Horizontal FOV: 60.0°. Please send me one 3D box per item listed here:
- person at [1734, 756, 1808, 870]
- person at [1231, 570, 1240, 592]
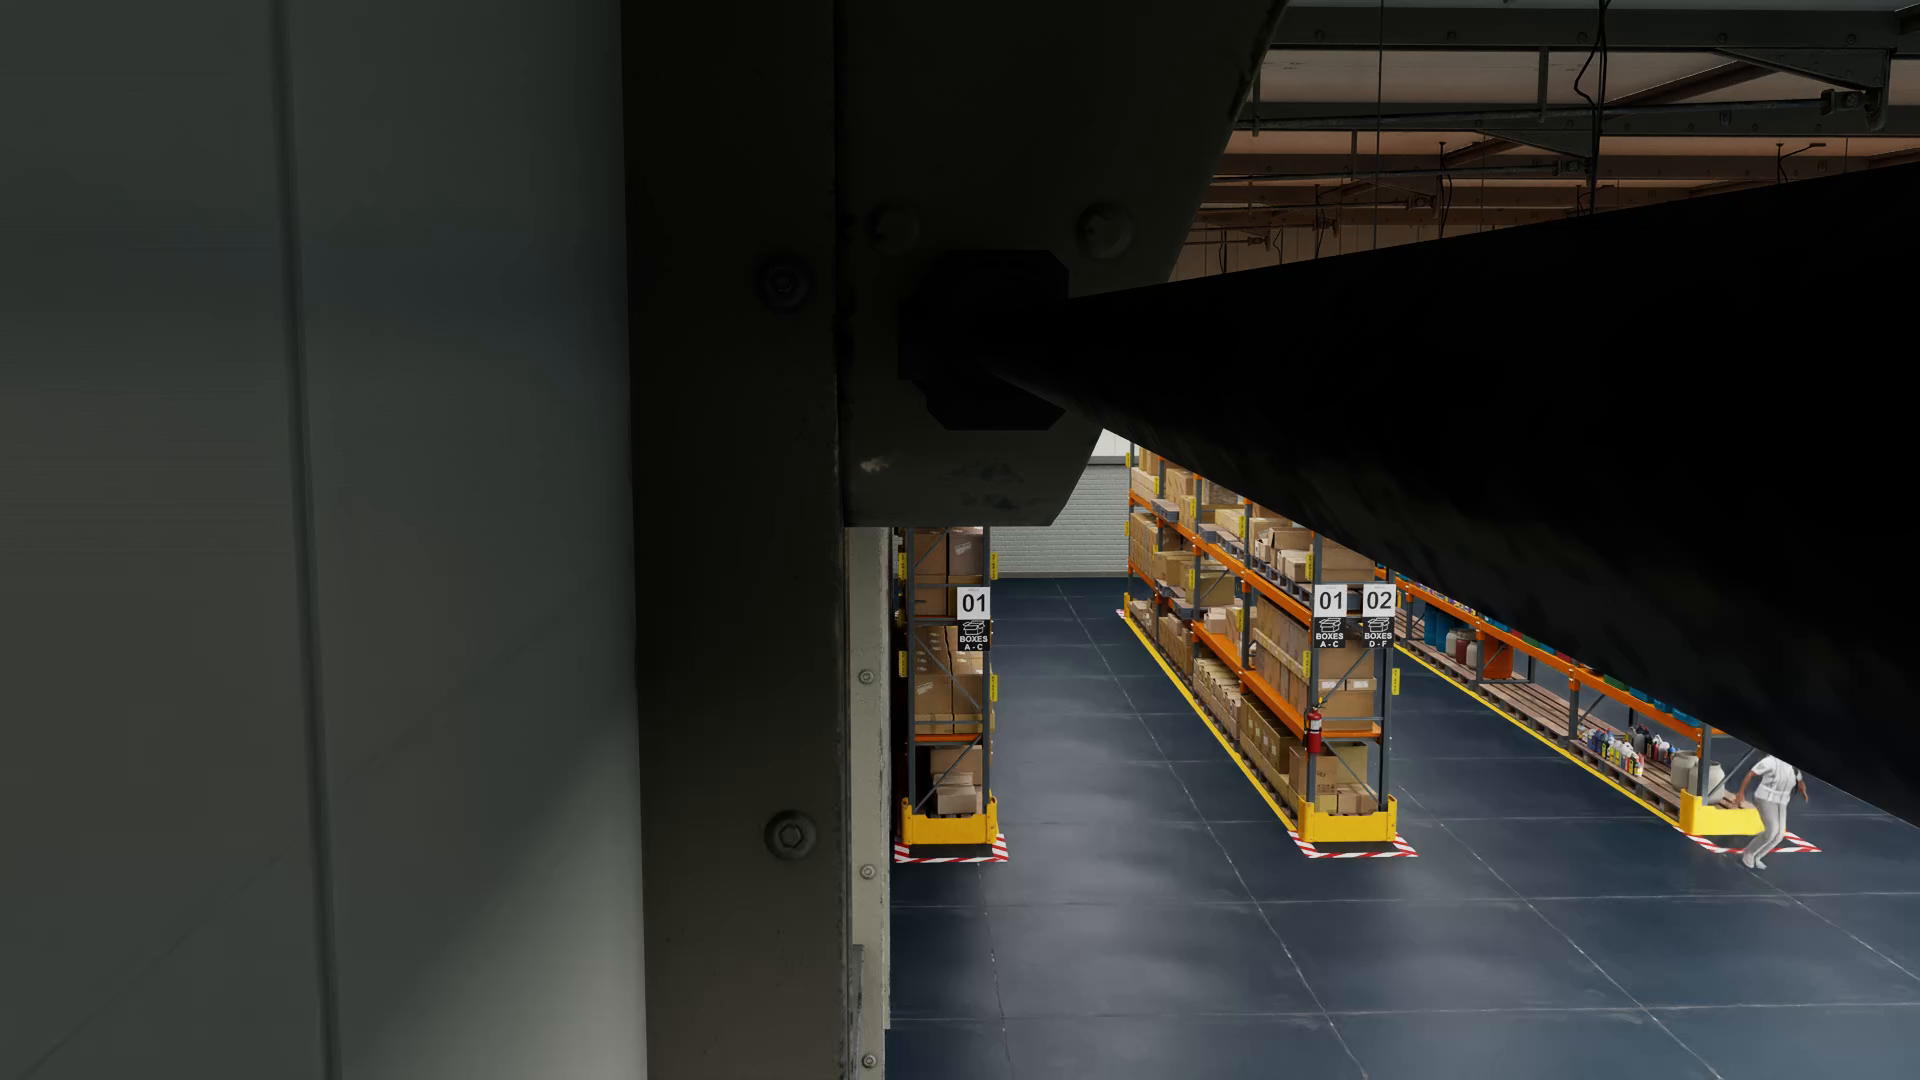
[{"bbox_3d":[9.553,3.093,19.424,0.771,1.615,0.588,-3,8,-23],"label":"person"},{"bbox_3d":[6.489,0.341,40.176,0.916,1.681,0.686,5,9,36],"label":"person"}]
